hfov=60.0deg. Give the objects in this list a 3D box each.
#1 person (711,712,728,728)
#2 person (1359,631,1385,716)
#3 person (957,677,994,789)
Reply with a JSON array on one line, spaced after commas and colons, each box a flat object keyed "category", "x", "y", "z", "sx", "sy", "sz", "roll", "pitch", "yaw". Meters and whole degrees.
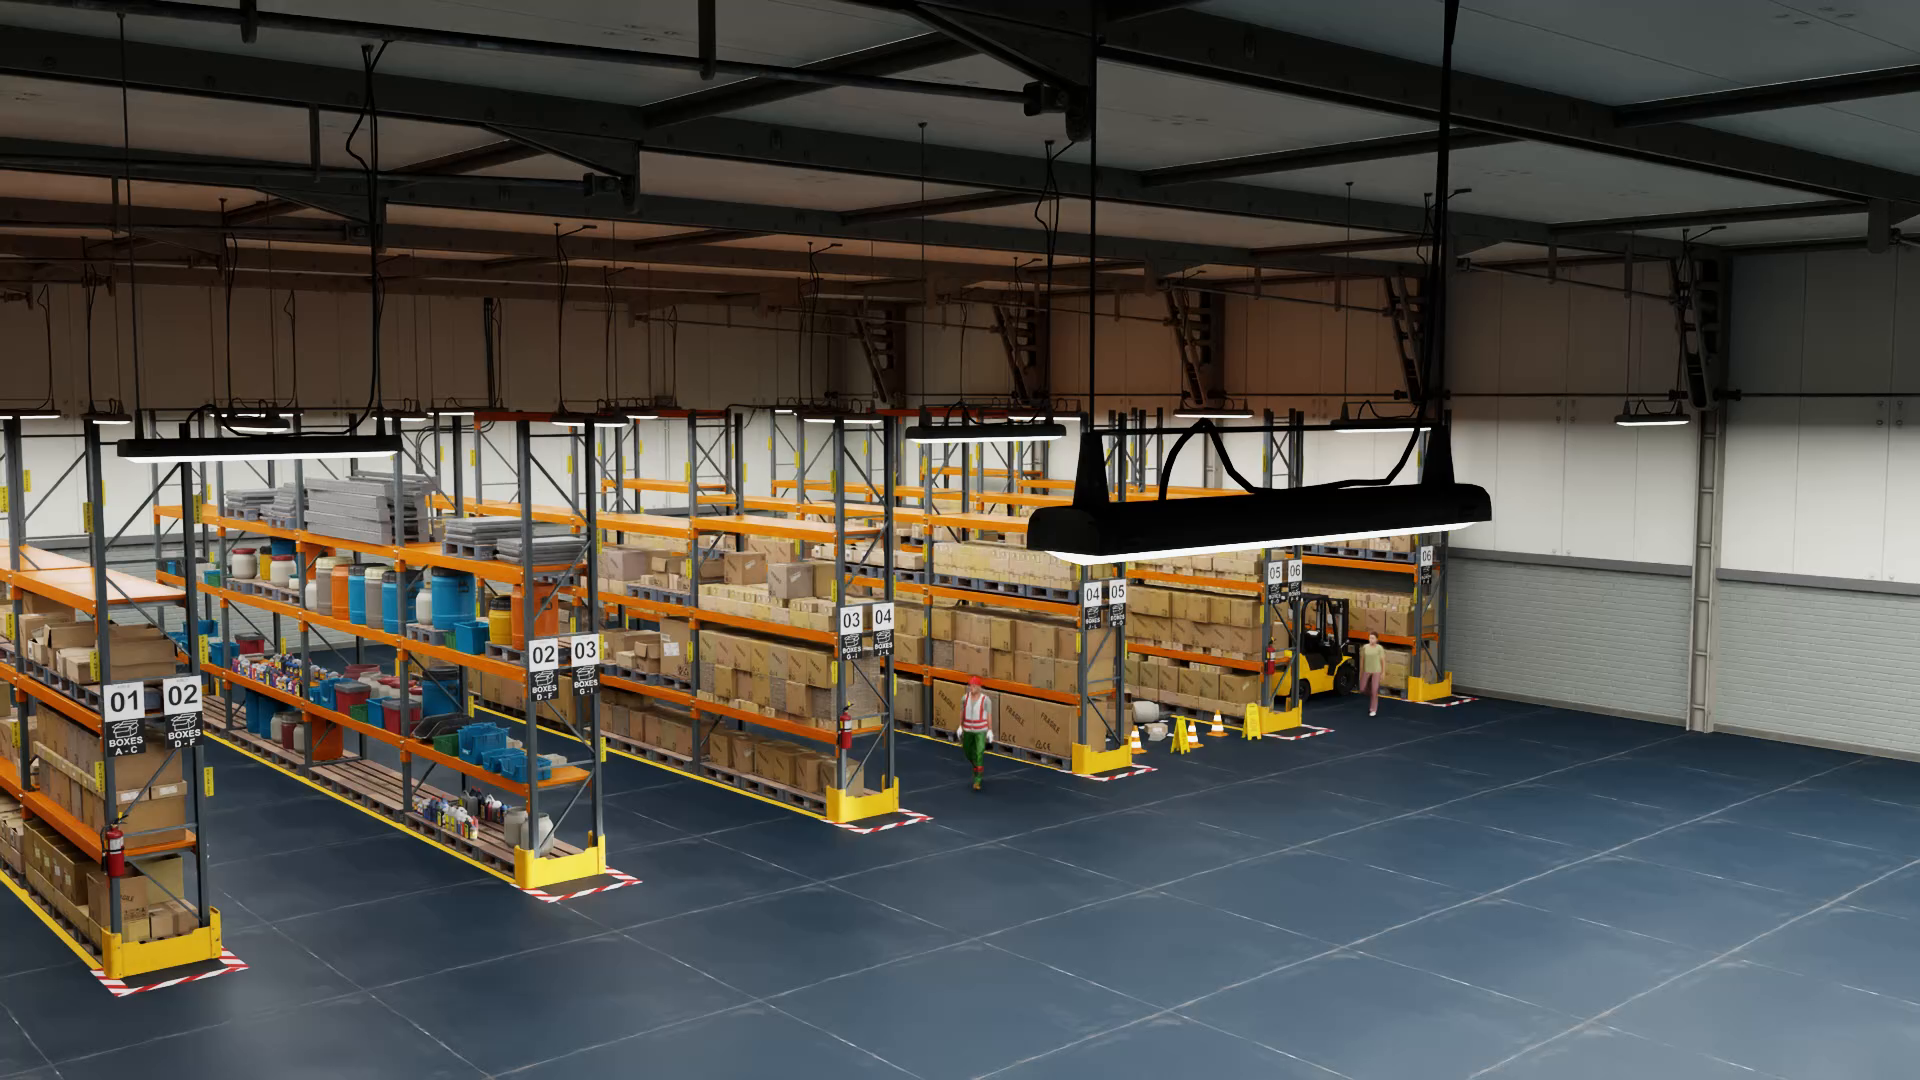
[{"category": "person", "x": -4.582, "y": 2.675, "z": 31.806, "sx": 0.685, "sy": 1.789, "sz": 0.595, "roll": 4, "pitch": 7, "yaw": 41}, {"category": "person", "x": 8.177, "y": 2.612, "z": 32.847, "sx": 0.506, "sy": 1.657, "sz": 0.625, "roll": 3, "pitch": 6, "yaw": 35}, {"category": "person", "x": 0.270, "y": 3.081, "z": 26.904, "sx": 0.568, "sy": 1.776, "sz": 0.846, "roll": 2, "pitch": 5, "yaw": 23}]
